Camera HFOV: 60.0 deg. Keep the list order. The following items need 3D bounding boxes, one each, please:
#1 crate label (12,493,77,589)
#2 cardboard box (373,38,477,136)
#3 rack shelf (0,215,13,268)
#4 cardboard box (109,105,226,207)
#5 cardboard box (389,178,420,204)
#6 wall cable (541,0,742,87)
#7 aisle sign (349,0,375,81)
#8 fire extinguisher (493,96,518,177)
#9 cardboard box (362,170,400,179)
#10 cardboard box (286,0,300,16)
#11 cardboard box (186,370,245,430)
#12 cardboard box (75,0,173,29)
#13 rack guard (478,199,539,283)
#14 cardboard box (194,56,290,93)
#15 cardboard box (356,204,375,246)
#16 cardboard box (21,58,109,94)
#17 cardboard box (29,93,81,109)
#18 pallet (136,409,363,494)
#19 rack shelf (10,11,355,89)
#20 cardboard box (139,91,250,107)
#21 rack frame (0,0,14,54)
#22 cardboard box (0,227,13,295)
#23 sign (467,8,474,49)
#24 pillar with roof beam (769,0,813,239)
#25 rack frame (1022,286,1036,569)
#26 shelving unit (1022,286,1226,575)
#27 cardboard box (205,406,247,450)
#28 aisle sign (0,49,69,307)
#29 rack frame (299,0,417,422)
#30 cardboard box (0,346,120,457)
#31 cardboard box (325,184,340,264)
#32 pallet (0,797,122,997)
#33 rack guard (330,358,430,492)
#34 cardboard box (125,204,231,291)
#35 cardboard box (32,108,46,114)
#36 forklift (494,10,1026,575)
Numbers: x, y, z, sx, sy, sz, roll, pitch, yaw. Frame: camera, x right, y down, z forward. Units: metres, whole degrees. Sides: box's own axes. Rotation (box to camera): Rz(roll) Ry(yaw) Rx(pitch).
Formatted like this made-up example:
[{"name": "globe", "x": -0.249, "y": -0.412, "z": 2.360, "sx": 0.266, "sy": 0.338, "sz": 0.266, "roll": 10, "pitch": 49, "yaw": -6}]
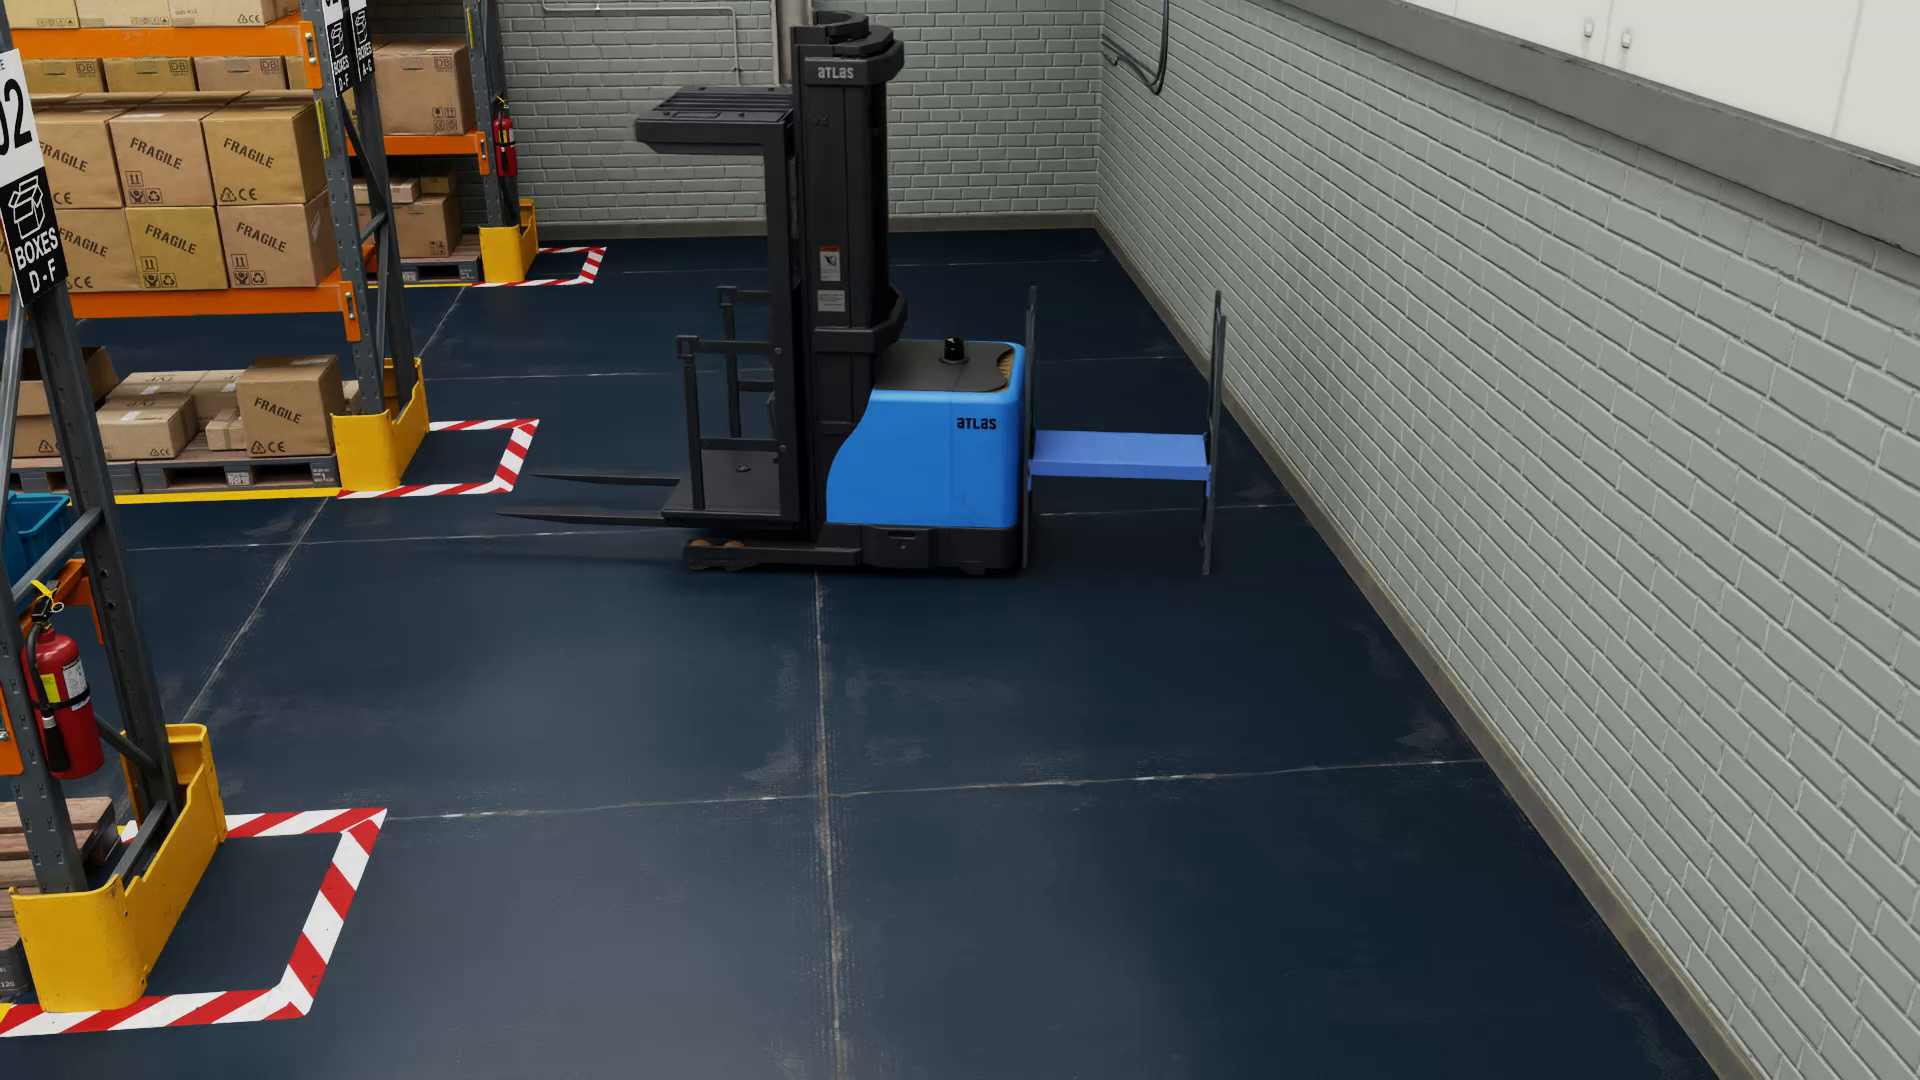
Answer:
[{"name": "crate label", "x": -3.491, "y": 0.013, "z": 6.160, "sx": 0.303, "sy": 0.233, "sz": 0.416, "roll": -2, "pitch": 24, "yaw": -5}, {"name": "cardboard box", "x": -4.693, "y": -4.030, "z": 14.755, "sx": 0.700, "sy": 0.700, "sz": 0.980, "roll": -1, "pitch": 24, "yaw": -3}, {"name": "rack shelf", "x": -5.203, "y": -0.875, "z": 5.219, "sx": 4.000, "sy": 0.370, "sz": 1.077, "roll": -2, "pitch": 24, "yaw": -5}, {"name": "cardboard box", "x": -4.614, "y": -2.269, "z": 9.807, "sx": 0.500, "sy": 0.500, "sz": 0.500, "roll": -2, "pitch": 24, "yaw": -4}, {"name": "cardboard box", "x": -4.983, "y": -3.116, "z": 14.830, "sx": 0.250, "sy": 0.149, "sz": 0.380, "roll": -3, "pitch": 24, "yaw": -6}, {"name": "wall cable", "x": -3.005, "y": -4.815, "z": 15.639, "sx": 1.851, "sy": 1.984, "sz": 0.084, "roll": -2, "pitch": 24, "yaw": -5}, {"name": "aisle sign", "x": -3.657, "y": -3.225, "z": 10.111, "sx": 0.004, "sy": 0.787, "sz": 0.394, "roll": -2, "pitch": 24, "yaw": -5}, {"name": "fire extinguisher", "x": -3.991, "y": -3.531, "z": 14.556, "sx": 0.183, "sy": 0.674, "sz": 0.296, "roll": -2, "pitch": 24, "yaw": -5}, {"name": "cardboard box", "x": -5.273, "y": -3.260, "z": 15.154, "sx": 0.250, "sy": 0.149, "sz": 0.380, "roll": -2, "pitch": 24, "yaw": -5}, {"name": "cardboard box", "x": -4.232, "y": -3.300, "z": 9.972, "sx": 0.500, "sy": 0.250, "sz": 0.500, "roll": -2, "pitch": 24, "yaw": -5}, {"name": "cardboard box", "x": -4.762, "y": -0.933, "z": 10.999, "sx": 0.500, "sy": 0.250, "sz": 0.500, "roll": -2, "pitch": 24, "yaw": -5}, {"name": "cardboard box", "x": -4.680, "y": -3.075, "z": 9.466, "sx": 0.500, "sy": 0.250, "sz": 0.500, "roll": -2, "pitch": 24, "yaw": -5}, {"name": "rack guard", "x": -4.163, "y": -2.776, "z": 15.380, "sx": 0.348, "sy": 0.500, "sz": 1.175, "roll": -2, "pitch": 24, "yaw": -5}, {"name": "cardboard box", "x": -6.176, "y": -3.970, "z": 14.619, "sx": 0.700, "sy": 0.700, "sz": 0.980, "roll": -3, "pitch": 24, "yaw": -8}, {"name": "cardboard box", "x": -5.371, "y": -2.879, "z": 15.094, "sx": 0.500, "sy": 0.500, "sz": 0.700, "roll": -2, "pitch": 24, "yaw": -5}, {"name": "cardboard box", "x": -7.626, "y": -3.910, "z": 14.484, "sx": 0.700, "sy": 0.700, "sz": 0.980, "roll": -2, "pitch": 24, "yaw": -4}, {"name": "cardboard box", "x": -5.687, "y": -2.444, "z": 10.202, "sx": 0.500, "sy": 0.500, "sz": 0.500, "roll": -3, "pitch": 24, "yaw": -6}, {"name": "pallet", "x": -4.565, "y": -0.606, "z": 10.853, "sx": 1.213, "sy": 0.211, "sz": 1.003, "roll": -2, "pitch": 24, "yaw": -5}, {"name": "rack shelf", "x": -5.686, "y": -2.877, "z": 9.723, "sx": 4.000, "sy": 0.370, "sz": 1.077, "roll": -2, "pitch": 24, "yaw": -5}, {"name": "cardboard box", "x": -4.683, "y": -2.483, "z": 10.289, "sx": 0.500, "sy": 0.500, "sz": 0.500, "roll": -2, "pitch": 24, "yaw": -5}, {"name": "rack frame", "x": -3.213, "y": -2.654, "z": 4.643, "sx": 0.127, "sy": 3.000, "sz": 1.000, "roll": -2, "pitch": 24, "yaw": -5}, {"name": "cardboard box", "x": -5.629, "y": -1.773, "z": 9.923, "sx": 0.500, "sy": 0.500, "sz": 0.500, "roll": -3, "pitch": 24, "yaw": -6}, {"name": "sign", "x": -4.147, "y": -4.335, "z": 14.093, "sx": 0.005, "sy": 0.325, "sz": 0.100, "roll": -2, "pitch": 24, "yaw": -5}, {"name": "pillar with roof beam", "x": -1.161, "y": -5.376, "z": 10.766, "sx": 0.400, "sy": 9.000, "sz": 9.100, "roll": -2, "pitch": 24, "yaw": -5}, {"name": "rack frame", "x": 0.386, "y": -0.624, "z": 9.308, "sx": 0.032, "sy": 1.500, "sz": 0.500, "roll": 2, "pitch": 24, "yaw": 5}, {"name": "shelving unit", "x": 0.893, "y": -0.606, "z": 9.268, "sx": 1.048, "sy": 1.500, "sz": 0.538, "roll": 2, "pitch": 24, "yaw": 5}, {"name": "cardboard box", "x": -4.625, "y": -0.721, "z": 10.625, "sx": 0.250, "sy": 0.166, "sz": 0.380, "roll": -2, "pitch": 24, "yaw": -5}, {"name": "aisle sign", "x": -3.170, "y": -1.224, "z": 5.610, "sx": 0.004, "sy": 0.787, "sz": 0.394, "roll": -2, "pitch": 24, "yaw": -5}, {"name": "rack frame", "x": -3.696, "y": -1.915, "z": 10.366, "sx": 0.127, "sy": 3.000, "sz": 1.000, "roll": -2, "pitch": 24, "yaw": -5}, {"name": "cardboard box", "x": -5.807, "y": -0.893, "z": 10.598, "sx": 0.637, "sy": 0.503, "sz": 0.797, "roll": -2, "pitch": 24, "yaw": -5}, {"name": "cardboard box", "x": -4.163, "y": -2.050, "z": 10.546, "sx": 0.500, "sy": 0.500, "sz": 0.500, "roll": -2, "pitch": 24, "yaw": -4}, {"name": "pallet", "x": -4.037, "y": 1.378, "z": 6.389, "sx": 1.213, "sy": 0.211, "sz": 1.003, "roll": -2, "pitch": 24, "yaw": -5}, {"name": "rack guard", "x": -3.772, "y": -0.770, "z": 10.867, "sx": 0.348, "sy": 0.500, "sz": 1.175, "roll": -2, "pitch": 24, "yaw": -5}, {"name": "cardboard box", "x": -4.631, "y": -1.811, "z": 10.008, "sx": 0.500, "sy": 0.500, "sz": 0.500, "roll": -2, "pitch": 24, "yaw": -5}, {"name": "cardboard box", "x": -5.641, "y": -2.225, "z": 9.710, "sx": 0.500, "sy": 0.500, "sz": 0.500, "roll": -2, "pitch": 24, "yaw": -4}, {"name": "forklift", "x": -1.144, "y": -1.374, "z": 9.233, "sx": 3.031, "sy": 2.935, "sz": 1.130, "roll": 2, "pitch": 24, "yaw": 5}]
